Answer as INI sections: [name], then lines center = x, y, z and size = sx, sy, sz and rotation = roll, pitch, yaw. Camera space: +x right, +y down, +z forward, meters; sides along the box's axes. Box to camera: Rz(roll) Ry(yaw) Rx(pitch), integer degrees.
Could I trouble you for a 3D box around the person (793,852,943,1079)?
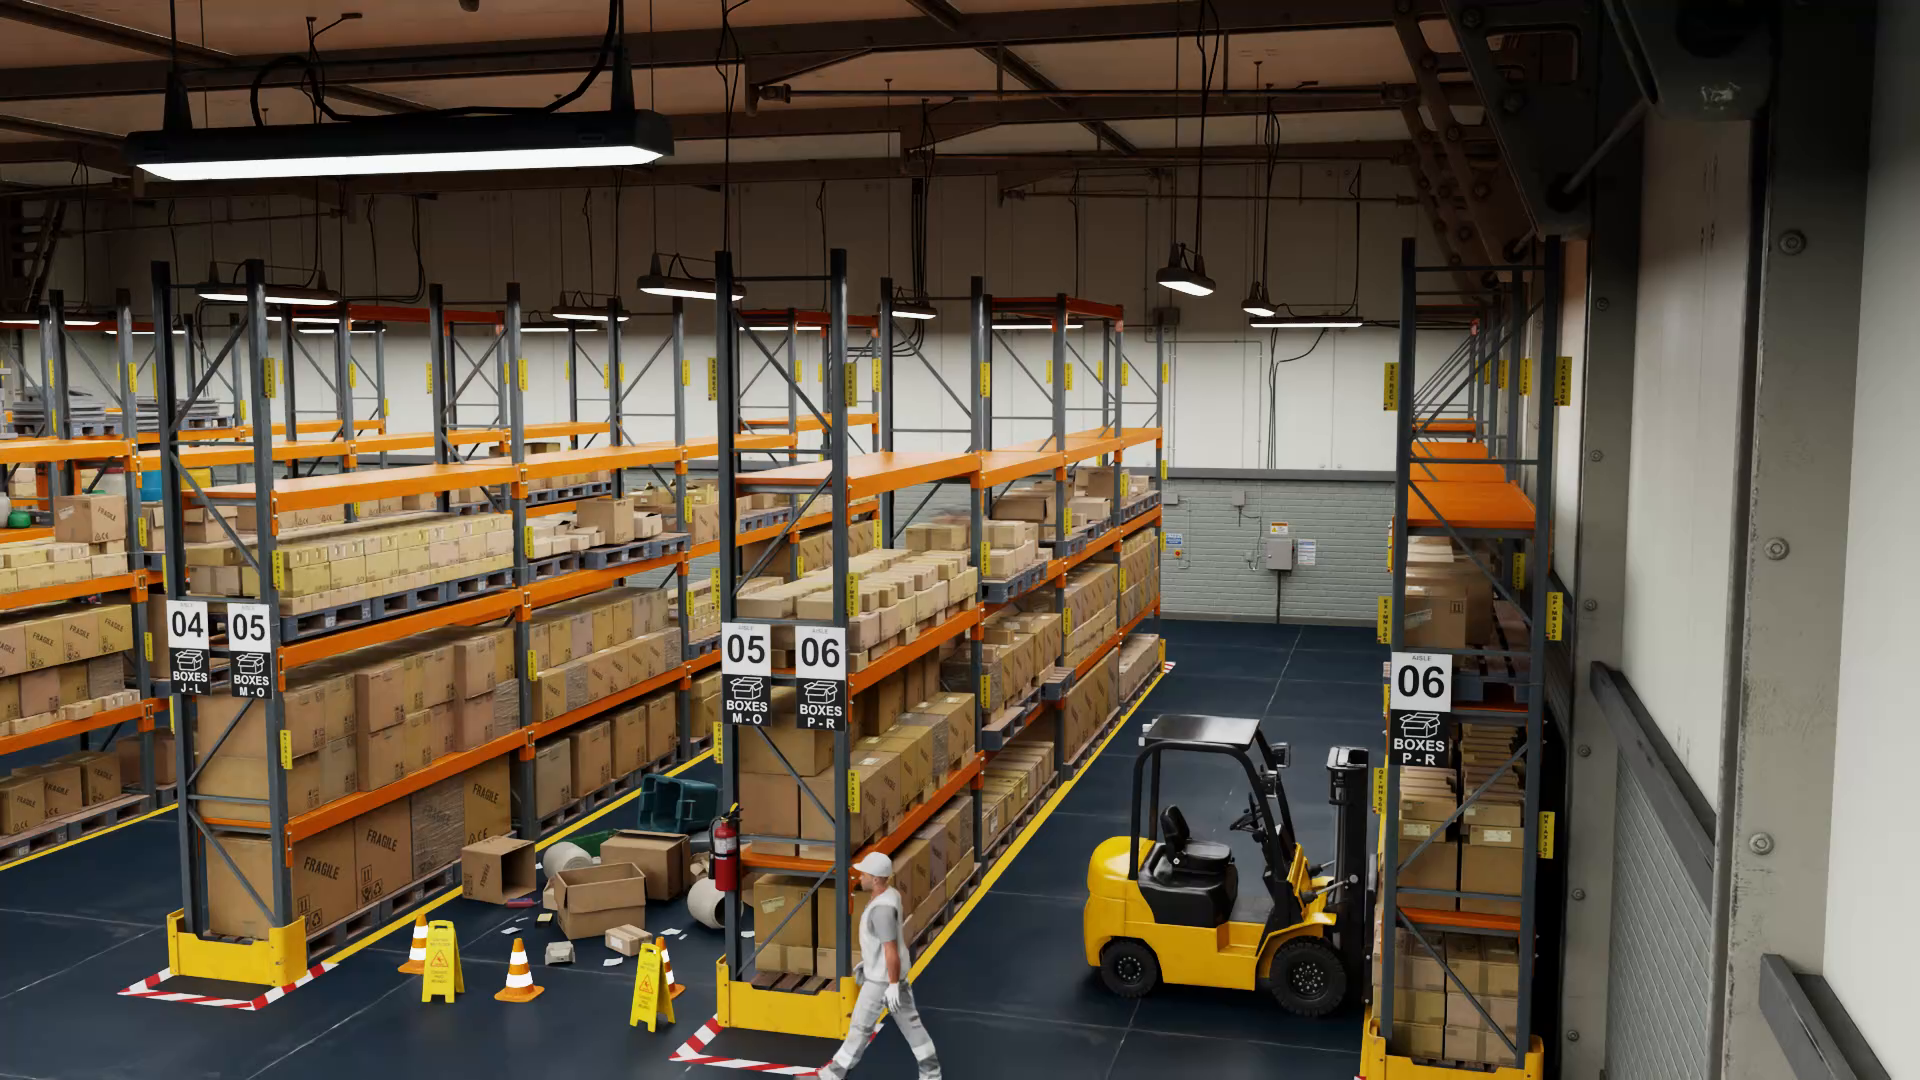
[person]
center = -0.634, 3.043, 11.685
size = 1.032, 1.730, 0.565
rotation = 1, 6, 9
